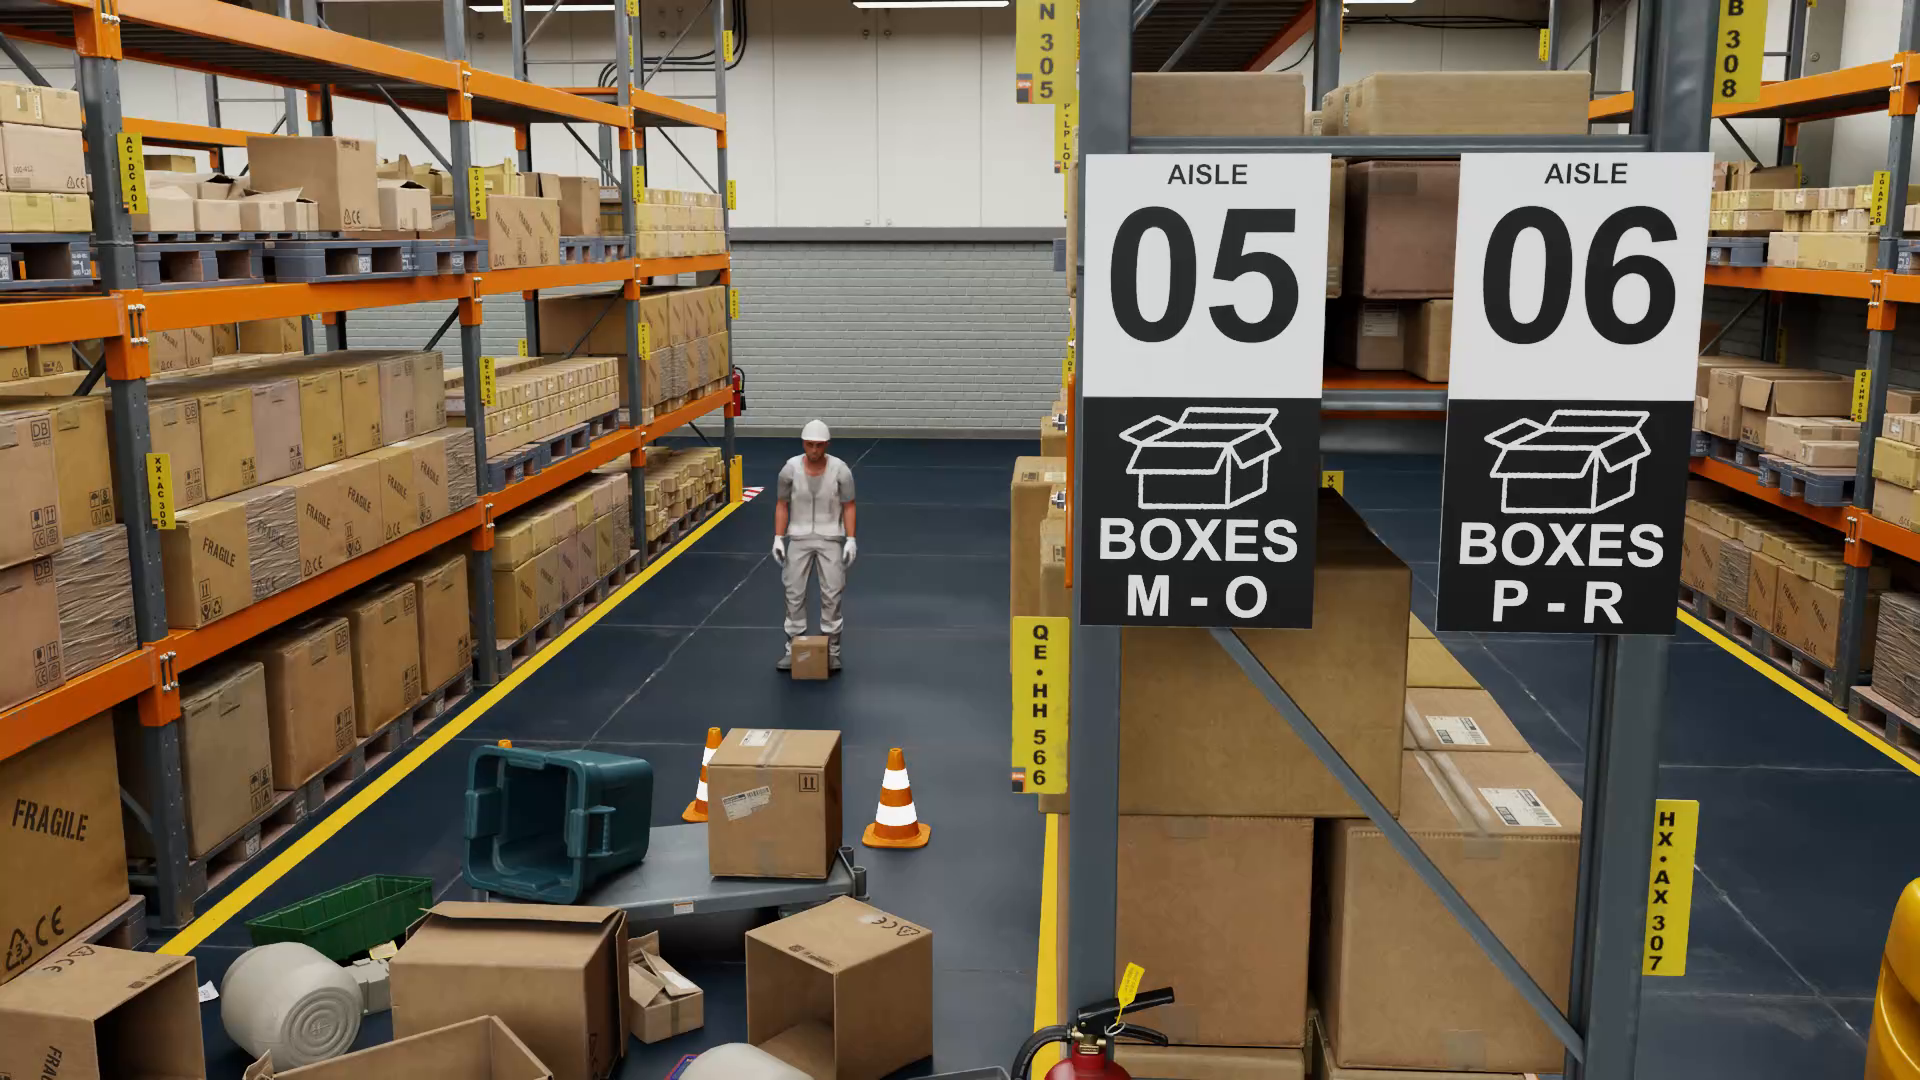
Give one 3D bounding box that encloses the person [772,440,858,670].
[{"bbox_3d":[-14.000,1.443,4.308,26.189,1.731,16.159,0,11,1],"label":"person"}]
